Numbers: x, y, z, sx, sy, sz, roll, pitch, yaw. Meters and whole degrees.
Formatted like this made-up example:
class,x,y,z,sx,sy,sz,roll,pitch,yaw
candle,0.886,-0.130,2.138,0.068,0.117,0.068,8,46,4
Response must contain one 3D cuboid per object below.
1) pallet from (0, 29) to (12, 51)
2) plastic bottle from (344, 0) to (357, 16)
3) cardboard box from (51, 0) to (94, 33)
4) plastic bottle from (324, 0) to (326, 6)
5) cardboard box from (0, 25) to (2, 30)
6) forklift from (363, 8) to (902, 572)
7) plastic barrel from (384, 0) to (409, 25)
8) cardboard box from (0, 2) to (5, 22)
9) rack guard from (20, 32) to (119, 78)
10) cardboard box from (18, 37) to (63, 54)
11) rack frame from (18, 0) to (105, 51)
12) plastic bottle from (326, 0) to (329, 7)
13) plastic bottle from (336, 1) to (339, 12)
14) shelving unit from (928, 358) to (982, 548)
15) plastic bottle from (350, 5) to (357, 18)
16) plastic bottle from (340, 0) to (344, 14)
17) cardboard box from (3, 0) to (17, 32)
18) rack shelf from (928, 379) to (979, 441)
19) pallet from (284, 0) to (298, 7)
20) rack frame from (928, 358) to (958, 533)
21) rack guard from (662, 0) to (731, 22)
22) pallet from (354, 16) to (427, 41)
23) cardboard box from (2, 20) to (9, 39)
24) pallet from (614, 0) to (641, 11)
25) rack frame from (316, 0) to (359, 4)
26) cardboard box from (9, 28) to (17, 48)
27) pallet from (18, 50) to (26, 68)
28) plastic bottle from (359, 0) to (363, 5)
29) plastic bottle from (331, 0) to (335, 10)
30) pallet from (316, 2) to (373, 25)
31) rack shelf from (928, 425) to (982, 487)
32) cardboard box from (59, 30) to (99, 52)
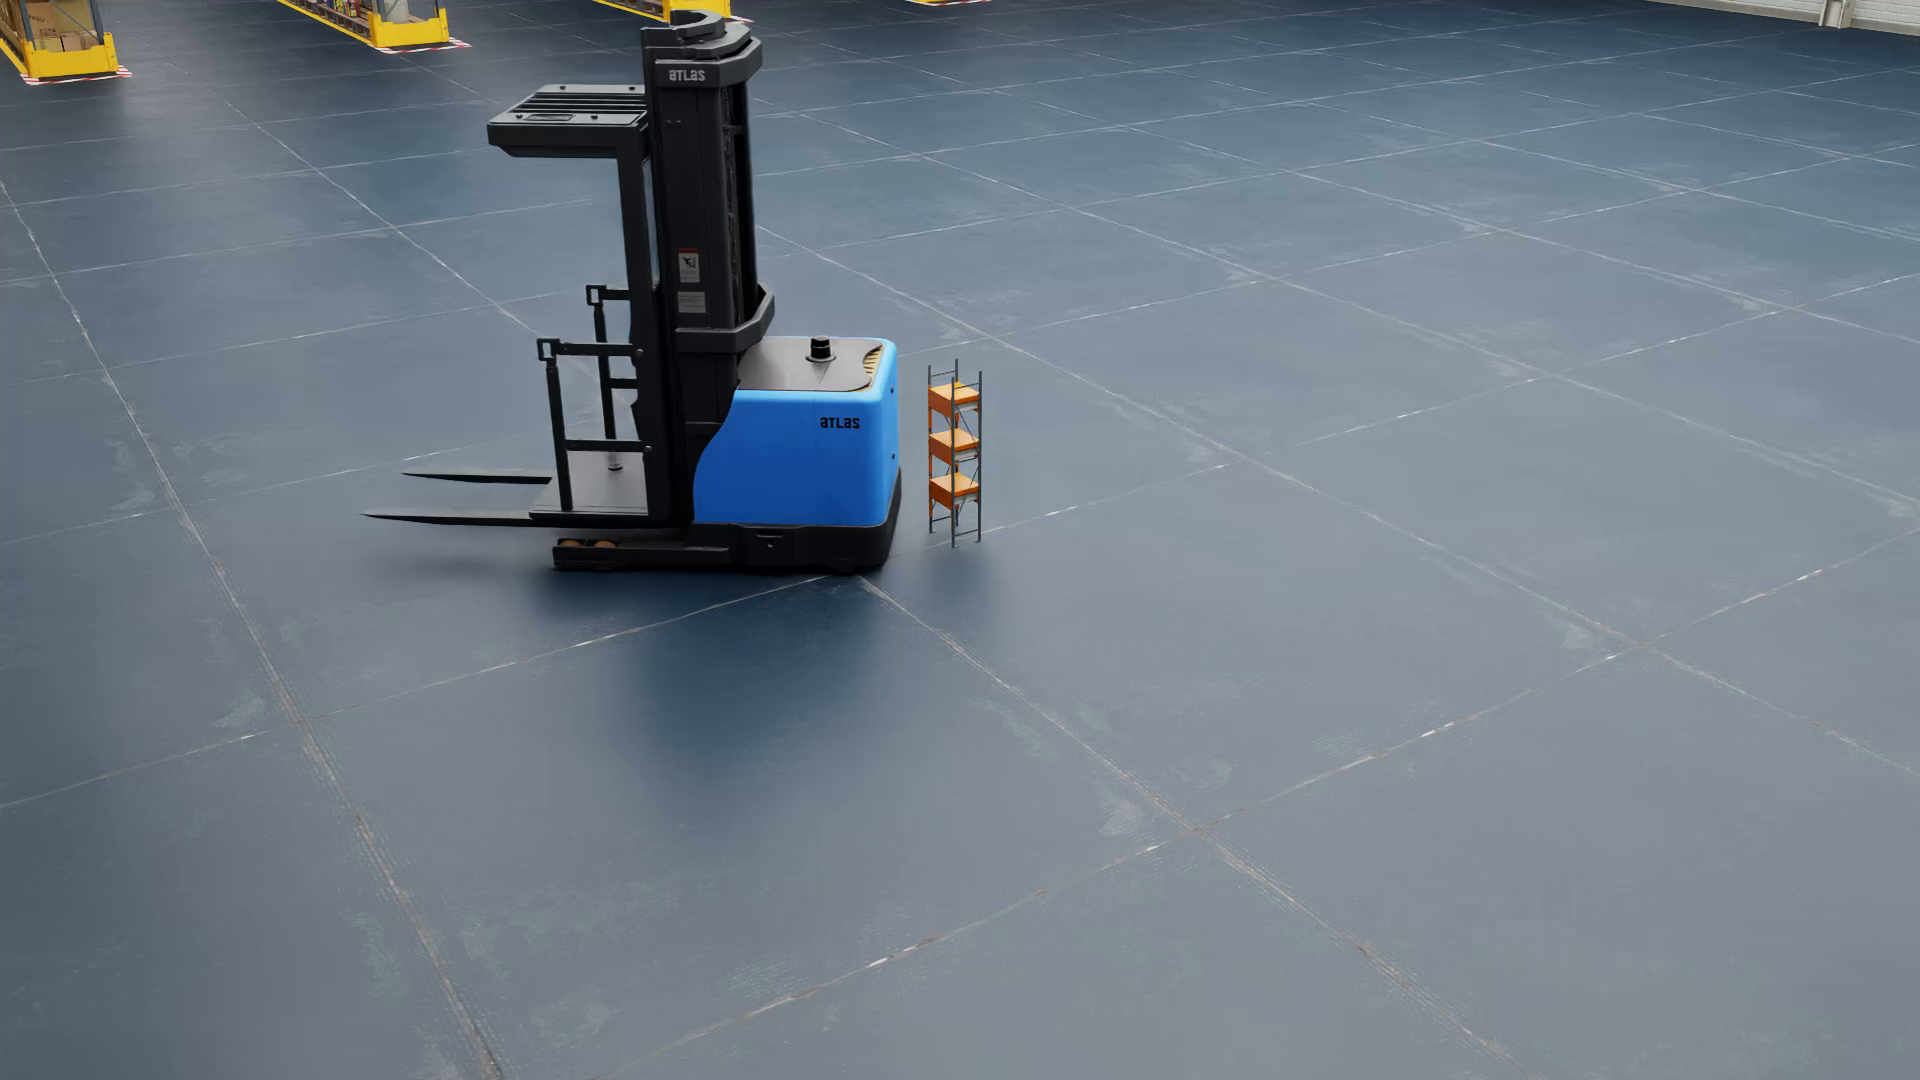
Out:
class,x,y,z,sx,sy,sz,roll,pitch,yaw
pallet,-14.633,-8.010,26.470,1.003,0.211,1.213,-16,29,-30
plastic bottle,-10.181,-8.906,27.777,0.152,0.276,0.135,-15,29,-29
cardboard box,-13.229,-7.842,24.699,0.500,0.500,0.500,-16,29,-30
plastic bottle,-11.018,-9.399,28.909,0.097,0.201,0.097,0,25,0
cardboard box,-15.033,-8.275,26.495,0.500,0.250,0.500,-16,29,-30
forklift,-1.894,-1.374,9.227,3.031,2.935,1.130,1,25,3
plastic barrel,-9.120,-8.570,26.812,0.421,0.512,0.421,0,25,0
cardboard box,-14.495,-8.254,25.572,0.500,0.500,0.500,-16,29,-30
rack guard,-12.835,-6.996,23.983,1.175,0.500,0.348,-16,29,-30
cardboard box,-13.389,-7.204,24.225,0.500,0.250,0.500,-16,29,-30
rack frame,-12.848,-8.134,23.468,1.000,3.000,0.127,-16,29,-30
plastic bottle,-10.874,-9.360,28.739,0.152,0.276,0.135,-14,29,-28
plastic bottle,-10.549,-9.092,28.259,0.097,0.201,0.097,0,25,0
shelving unit,-0.029,-0.494,9.566,0.215,1.050,0.252,-16,29,-30
plastic bottle,-10.066,-8.776,27.589,0.097,0.201,0.097,0,25,0
plastic bottle,-10.350,-9.048,27.990,0.144,0.351,0.185,-14,29,-27
cardboard box,-13.949,-7.897,24.815,0.500,0.500,0.500,-16,29,-30
rack shelf,-0.029,-0.741,9.450,0.215,0.259,0.240,-16,29,-30
pallet,-12.011,-10.166,31.037,1.003,0.211,1.213,-16,29,-30
rack frame,-0.096,-0.538,9.659,0.200,1.050,0.008,-16,29,-30
rack guard,-4.588,-9.339,28.946,1.175,0.500,0.348,-16,29,-30
pallet,-9.216,-8.335,27.158,1.003,0.211,1.213,-16,29,-30
cardboard box,-14.496,-7.915,25.732,0.500,0.250,0.500,-16,29,-30
pallet,-5.664,-9.943,30.564,1.003,0.211,1.213,-16,29,-30
rack frame,-10.880,-10.718,28.941,1.000,3.000,0.127,-16,29,-30
cardboard box,-13.946,-7.558,24.976,0.500,0.250,0.500,-16,29,-30
pallet,-13.301,-7.137,24.622,1.003,0.211,1.213,-16,29,-30
plastic bottle,-10.408,-9.522,28.995,0.144,0.351,0.185,-16,29,-30
plastic bottle,-10.684,-9.266,28.453,0.144,0.351,0.185,-17,30,-32
pallet,-10.548,-9.207,29.007,1.003,0.211,1.213,-16,29,-30
rack shelf,-0.029,-0.484,9.571,0.215,0.259,0.240,-16,29,-30
cardboard box,-12.955,-7.325,24.481,0.500,0.250,0.500,-16,29,-30
